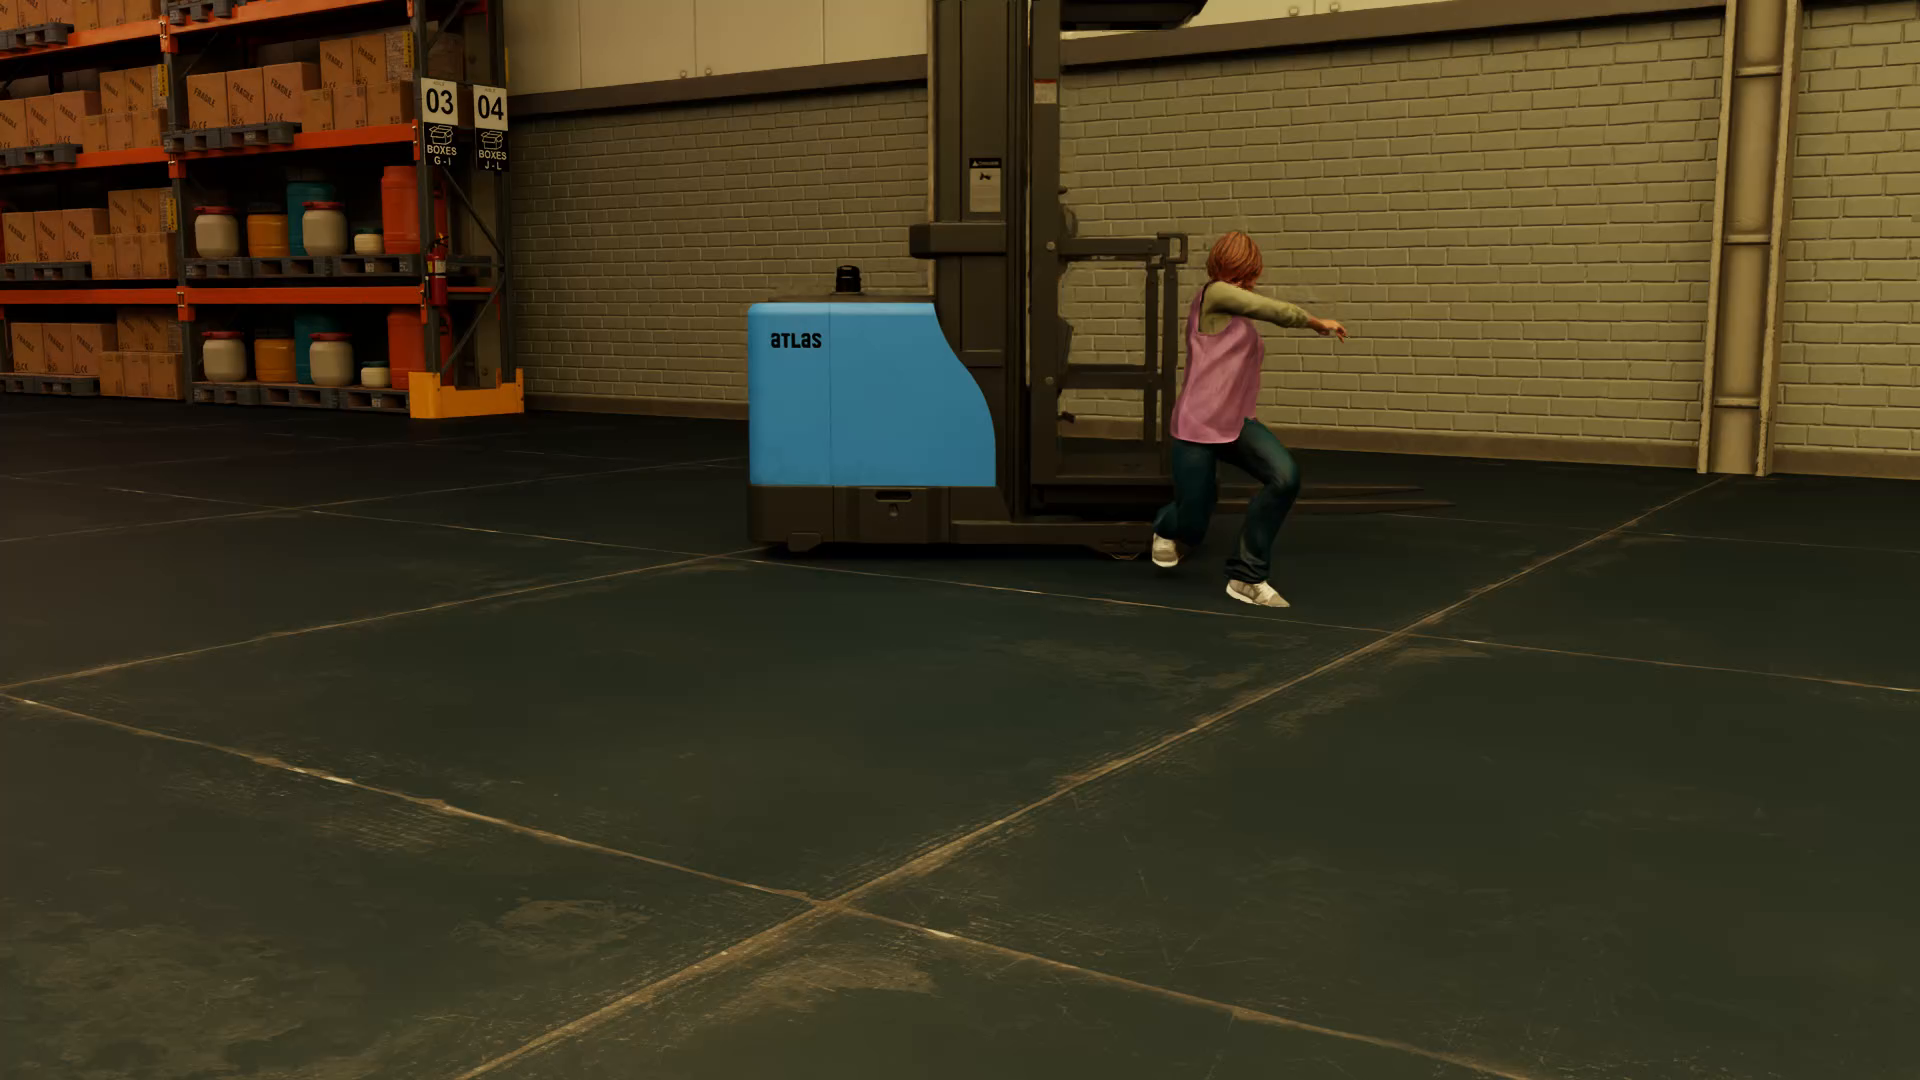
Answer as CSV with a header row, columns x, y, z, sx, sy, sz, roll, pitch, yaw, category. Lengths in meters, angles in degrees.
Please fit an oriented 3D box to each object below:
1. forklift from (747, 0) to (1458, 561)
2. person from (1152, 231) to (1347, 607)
x,y,z,sx,sy,sz,roll,pitch,yaw,category
0.622,-1.437,7.295,3.031,2.935,1.130,0,8,2,forklift
1.033,-0.451,6.243,0.632,1.359,0.867,-6,10,-37,person
